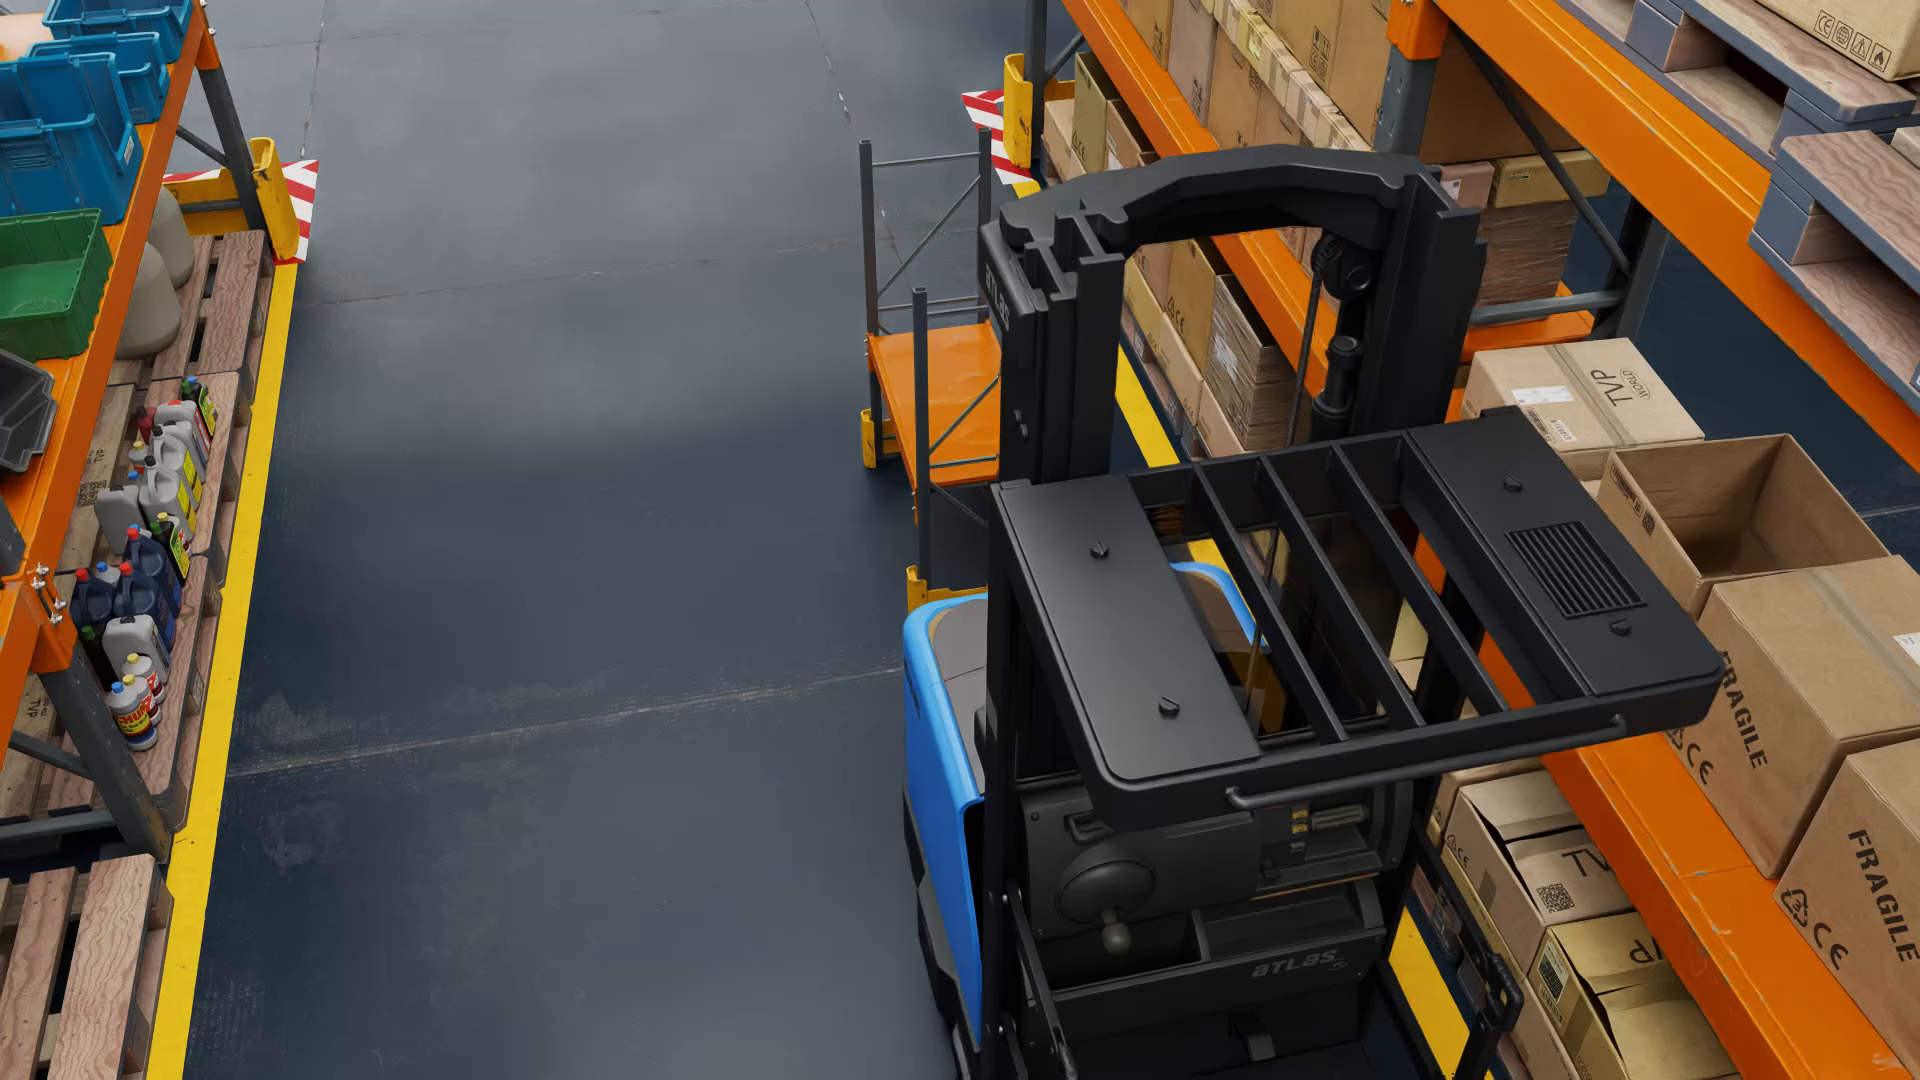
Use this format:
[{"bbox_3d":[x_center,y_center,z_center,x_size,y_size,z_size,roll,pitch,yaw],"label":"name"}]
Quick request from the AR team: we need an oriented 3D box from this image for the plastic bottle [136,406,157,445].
[{"bbox_3d":[-3.251,-0.438,6.699,0.061,0.283,0.133,-8,42,-9],"label":"plastic bottle"}]

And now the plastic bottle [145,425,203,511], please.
[{"bbox_3d":[-3.077,-0.282,6.473,0.144,0.351,0.185,-7,42,-8],"label":"plastic bottle"}]

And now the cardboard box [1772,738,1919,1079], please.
[{"bbox_3d":[2.187,0.755,3.564,0.500,0.500,0.500,-10,43,-12],"label":"cardboard box"}]

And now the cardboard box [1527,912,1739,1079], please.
[{"bbox_3d":[1.881,1.247,4.418,0.500,0.311,0.500,-7,42,-8],"label":"cardboard box"}]

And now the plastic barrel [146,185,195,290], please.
[{"bbox_3d":[-3.782,-1.411,7.638,0.421,0.512,0.421,0,42,0],"label":"plastic barrel"}]

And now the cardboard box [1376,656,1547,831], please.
[{"bbox_3d":[1.651,0.576,5.174,0.500,0.311,0.500,-9,42,-10],"label":"cardboard box"}]

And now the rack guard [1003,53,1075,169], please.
[{"bbox_3d":[0.833,-2.388,9.064,1.175,0.500,0.348,-8,42,-9],"label":"rack guard"}]

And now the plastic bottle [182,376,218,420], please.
[{"bbox_3d":[-3.174,-0.591,6.932,0.097,0.201,0.097,0,42,0],"label":"plastic bottle"}]

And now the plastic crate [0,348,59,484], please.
[{"bbox_3d":[-3.124,-0.342,4.922,0.767,0.338,0.504,-8,42,-9],"label":"plastic crate"}]

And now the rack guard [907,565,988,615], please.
[{"bbox_3d":[0.091,0.180,6.359,0.587,0.250,0.087,-8,42,-9],"label":"rack guard"}]

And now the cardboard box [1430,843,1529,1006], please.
[{"bbox_3d":[1.771,1.120,4.983,0.500,0.250,0.500,-10,42,-11],"label":"cardboard box"}]

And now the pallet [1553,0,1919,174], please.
[{"bbox_3d":[1.905,-1.195,3.721,0.805,0.209,1.217,-10,43,-11],"label":"pallet"}]

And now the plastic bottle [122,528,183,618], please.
[{"bbox_3d":[-2.945,0.114,6.026,0.144,0.351,0.185,-10,43,-11],"label":"plastic bottle"}]

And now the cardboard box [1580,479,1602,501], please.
[{"bbox_3d":[1.693,-0.017,4.699,0.380,0.149,0.250,-8,42,-9],"label":"cardboard box"}]

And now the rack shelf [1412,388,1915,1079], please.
[{"bbox_3d":[2.134,0.851,4.074,1.077,0.370,4.000,-8,42,-9],"label":"rack shelf"}]

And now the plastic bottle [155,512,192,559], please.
[{"bbox_3d":[-2.984,-0.017,6.286,0.097,0.201,0.097,0,42,0],"label":"plastic bottle"}]

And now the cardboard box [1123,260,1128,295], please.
[{"bbox_3d":[0.956,-1.409,7.833,0.500,0.250,0.500,-8,42,-9],"label":"cardboard box"}]

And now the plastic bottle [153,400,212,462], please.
[{"bbox_3d":[-3.147,-0.451,6.719,0.152,0.276,0.135,-8,42,-9],"label":"plastic bottle"}]

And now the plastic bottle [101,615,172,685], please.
[{"bbox_3d":[-2.873,0.372,5.792,0.152,0.276,0.135,-7,42,-8],"label":"plastic bottle"}]

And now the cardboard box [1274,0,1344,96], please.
[{"bbox_3d":[1.490,-1.851,5.524,0.700,0.500,0.500,-8,42,-9],"label":"cardboard box"}]

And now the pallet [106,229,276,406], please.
[{"bbox_3d":[-3.766,-0.987,7.703,1.003,0.211,1.213,-8,42,-9],"label":"pallet"}]

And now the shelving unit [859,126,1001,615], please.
[{"bbox_3d":[-0.016,-0.610,6.308,0.587,1.500,1.083,-8,42,-9],"label":"shelving unit"}]

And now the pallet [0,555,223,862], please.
[{"bbox_3d":[-3.240,0.594,5.922,1.003,0.211,1.213,-8,42,-9],"label":"pallet"}]

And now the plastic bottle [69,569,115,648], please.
[{"bbox_3d":[-3.045,0.257,5.865,0.144,0.351,0.185,-8,42,-9],"label":"plastic bottle"}]

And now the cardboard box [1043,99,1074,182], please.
[{"bbox_3d":[0.737,-2.057,8.562,0.500,0.250,0.500,-8,42,-9],"label":"cardboard box"}]

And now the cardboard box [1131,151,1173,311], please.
[{"bbox_3d":[1.058,-1.365,7.218,0.500,0.500,0.500,-8,42,-9],"label":"cardboard box"}]

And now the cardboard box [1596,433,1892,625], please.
[{"bbox_3d":[1.965,0.090,4.314,0.500,0.500,0.500,-6,42,-6],"label":"cardboard box"}]

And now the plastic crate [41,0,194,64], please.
[{"bbox_3d":[-3.599,-2.263,7.152,0.499,0.251,0.616,-8,42,-9],"label":"plastic crate"}]

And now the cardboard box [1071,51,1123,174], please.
[{"bbox_3d":[0.847,-2.013,7.949,0.500,0.500,0.500,-8,42,-9],"label":"cardboard box"}]

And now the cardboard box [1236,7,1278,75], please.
[{"bbox_3d":[1.216,-1.800,5.954,0.380,0.149,0.250,-9,42,-9],"label":"cardboard box"}]

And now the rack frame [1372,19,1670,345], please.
[{"bbox_3d":[1.702,-0.715,5.296,1.000,3.000,0.127,-8,42,-9],"label":"rack frame"}]

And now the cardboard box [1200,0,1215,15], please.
[{"bbox_3d":[1.101,-2.135,6.332,0.380,0.149,0.250,-7,42,-8],"label":"cardboard box"}]

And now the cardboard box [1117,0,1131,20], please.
[{"bbox_3d":[1.045,-2.701,7.458,0.700,0.500,0.500,-7,42,-8],"label":"cardboard box"}]

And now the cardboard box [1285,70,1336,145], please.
[{"bbox_3d":[1.324,-1.470,5.583,0.380,0.149,0.250,-10,42,-11],"label":"cardboard box"}]

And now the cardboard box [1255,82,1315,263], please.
[{"bbox_3d":[1.480,-1.380,5.970,0.700,0.500,0.500,-9,42,-10],"label":"cardboard box"}]

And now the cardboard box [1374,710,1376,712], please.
[{"bbox_3d":[1.547,0.454,5.734,0.500,0.250,0.500,-9,42,-10],"label":"cardboard box"}]

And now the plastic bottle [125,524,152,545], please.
[{"bbox_3d":[-3.014,0.053,6.154,0.097,0.271,0.097,0,42,0],"label":"plastic bottle"}]

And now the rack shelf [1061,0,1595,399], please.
[{"bbox_3d":[1.270,-1.742,6.995,1.077,0.370,4.000,-8,42,-9],"label":"rack shelf"}]

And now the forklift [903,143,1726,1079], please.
[{"bbox_3d":[0.652,0.778,3.666,1.130,2.935,3.031,-9,42,-10],"label":"forklift"}]

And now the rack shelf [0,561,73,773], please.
[{"bbox_3d":[-2.704,1.558,3.277,1.077,0.370,4.000,-8,42,-9],"label":"rack shelf"}]

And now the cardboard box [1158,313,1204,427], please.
[{"bbox_3d":[1.168,-0.760,7.102,0.500,0.250,0.500,-8,42,-9],"label":"cardboard box"}]

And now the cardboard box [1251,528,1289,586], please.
[{"bbox_3d":[1.388,-0.113,6.372,0.500,0.250,0.500,-8,42,-9],"label":"cardboard box"}]

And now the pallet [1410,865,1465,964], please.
[{"bbox_3d":[1.899,0.800,5.690,1.003,0.211,1.213,-8,42,-9],"label":"pallet"}]

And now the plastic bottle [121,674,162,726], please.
[{"bbox_3d":[-2.798,0.539,5.659,0.097,0.201,0.097,0,42,0],"label":"plastic bottle"}]

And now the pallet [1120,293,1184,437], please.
[{"bbox_3d":[1.304,-0.986,7.701,1.003,0.211,1.213,-8,42,-9],"label":"pallet"}]

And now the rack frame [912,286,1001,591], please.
[{"bbox_3d":[0.091,-0.287,5.943,0.500,1.500,0.032,-8,42,-9],"label":"rack frame"}]

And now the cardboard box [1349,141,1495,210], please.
[{"bbox_3d":[1.434,-1.140,5.211,0.380,0.149,0.250,-8,42,-9],"label":"cardboard box"}]

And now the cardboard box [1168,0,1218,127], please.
[{"bbox_3d":[1.264,-2.037,6.710,0.700,0.500,0.500,-7,42,-8],"label":"cardboard box"}]

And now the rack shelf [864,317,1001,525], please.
[{"bbox_3d":[-0.018,-0.482,6.434,0.538,0.185,1.000,-8,42,-9],"label":"rack shelf"}]

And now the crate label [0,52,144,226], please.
[{"bbox_3d":[-3.338,-1.459,6.108,0.502,0.435,0.616,-8,42,-9],"label":"crate label"}]

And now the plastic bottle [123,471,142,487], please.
[{"bbox_3d":[-3.186,-0.181,6.471,0.097,0.201,0.097,0,42,0],"label":"plastic bottle"}]

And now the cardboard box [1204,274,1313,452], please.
[{"bbox_3d":[1.292,-0.719,6.490,0.500,0.500,0.500,-8,42,-9],"label":"cardboard box"}]

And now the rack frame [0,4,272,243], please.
[{"bbox_3d":[-3.999,-2.600,7.420,1.000,3.000,0.127,-8,42,-9],"label":"rack frame"}]
